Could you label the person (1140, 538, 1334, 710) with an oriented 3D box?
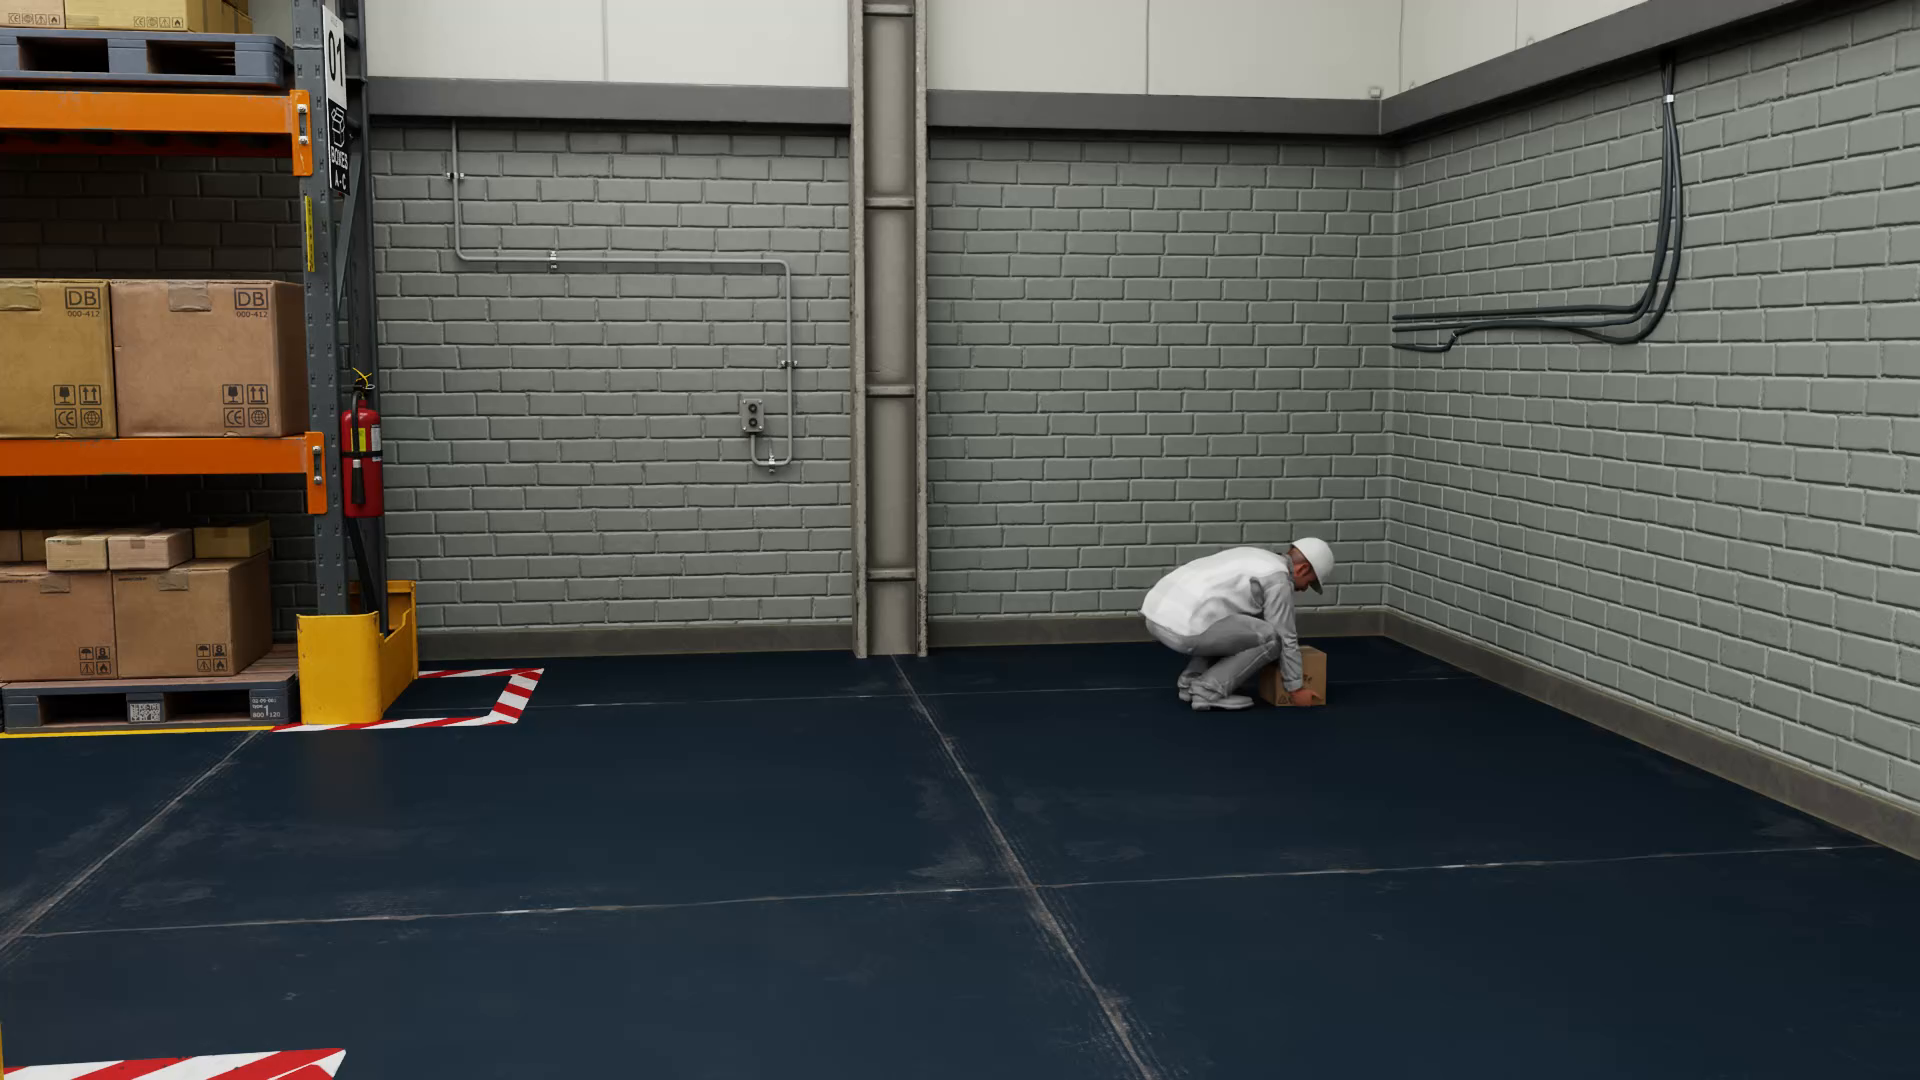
[{"bbox_3d":[1.349,0.436,7.999,0.952,0.876,0.513,-1,7,-9],"label":"person"}]
